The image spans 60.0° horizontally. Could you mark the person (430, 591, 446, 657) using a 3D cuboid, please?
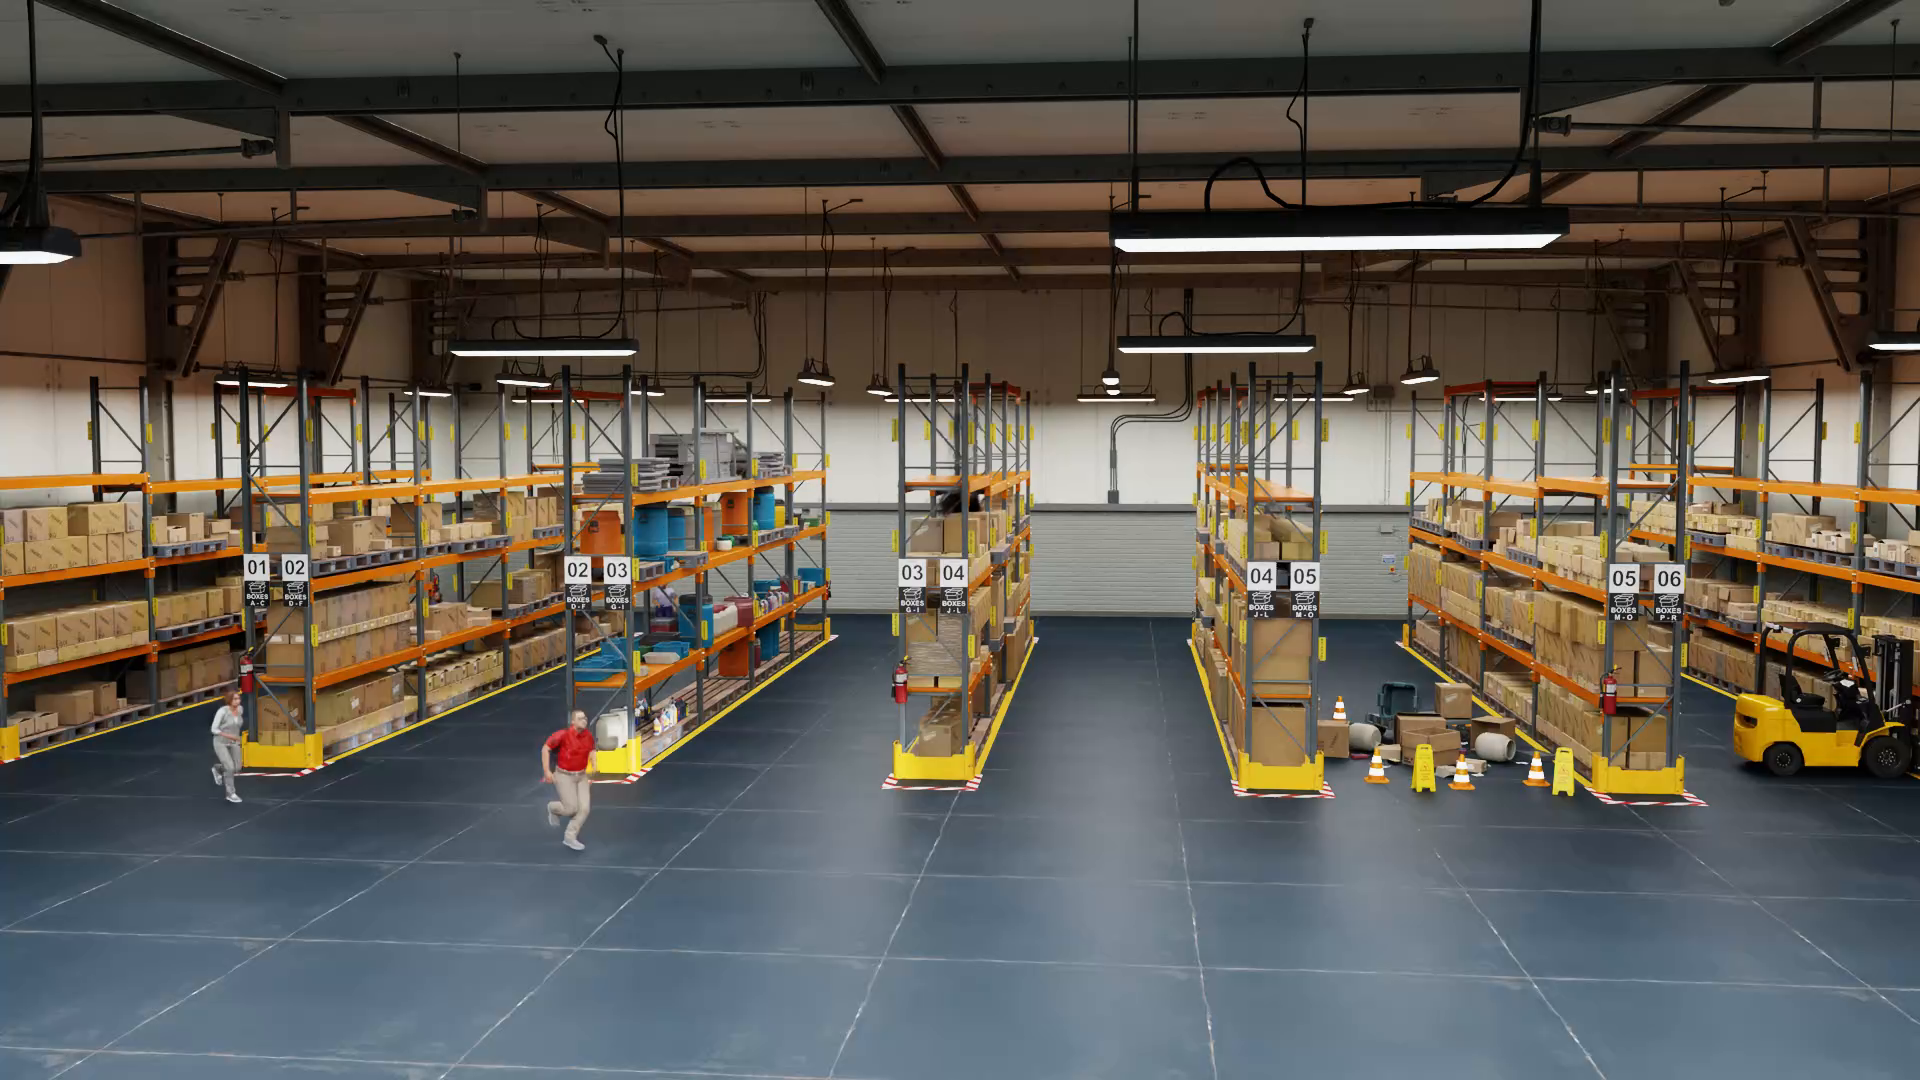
[{"bbox_3d":[-11.147,1.911,35.529,0.561,1.621,0.567,0,4,2],"label":"person"}]

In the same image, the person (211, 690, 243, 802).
[{"bbox_3d":[-9.970,2.796,22.609,0.681,1.543,0.521,3,4,35],"label":"person"}]

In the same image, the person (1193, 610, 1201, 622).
[{"bbox_3d":[6.008,1.589,40.680,0.622,1.624,0.689,1,4,12],"label":"person"}]

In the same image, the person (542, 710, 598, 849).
[{"bbox_3d":[-4.714,2.894,20.153,0.711,1.683,0.700,3,5,41],"label":"person"}]

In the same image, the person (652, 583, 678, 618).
[{"bbox_3d":[-6.964,1.697,39.159,0.600,1.596,0.531,0,4,-3],"label":"person"}]
